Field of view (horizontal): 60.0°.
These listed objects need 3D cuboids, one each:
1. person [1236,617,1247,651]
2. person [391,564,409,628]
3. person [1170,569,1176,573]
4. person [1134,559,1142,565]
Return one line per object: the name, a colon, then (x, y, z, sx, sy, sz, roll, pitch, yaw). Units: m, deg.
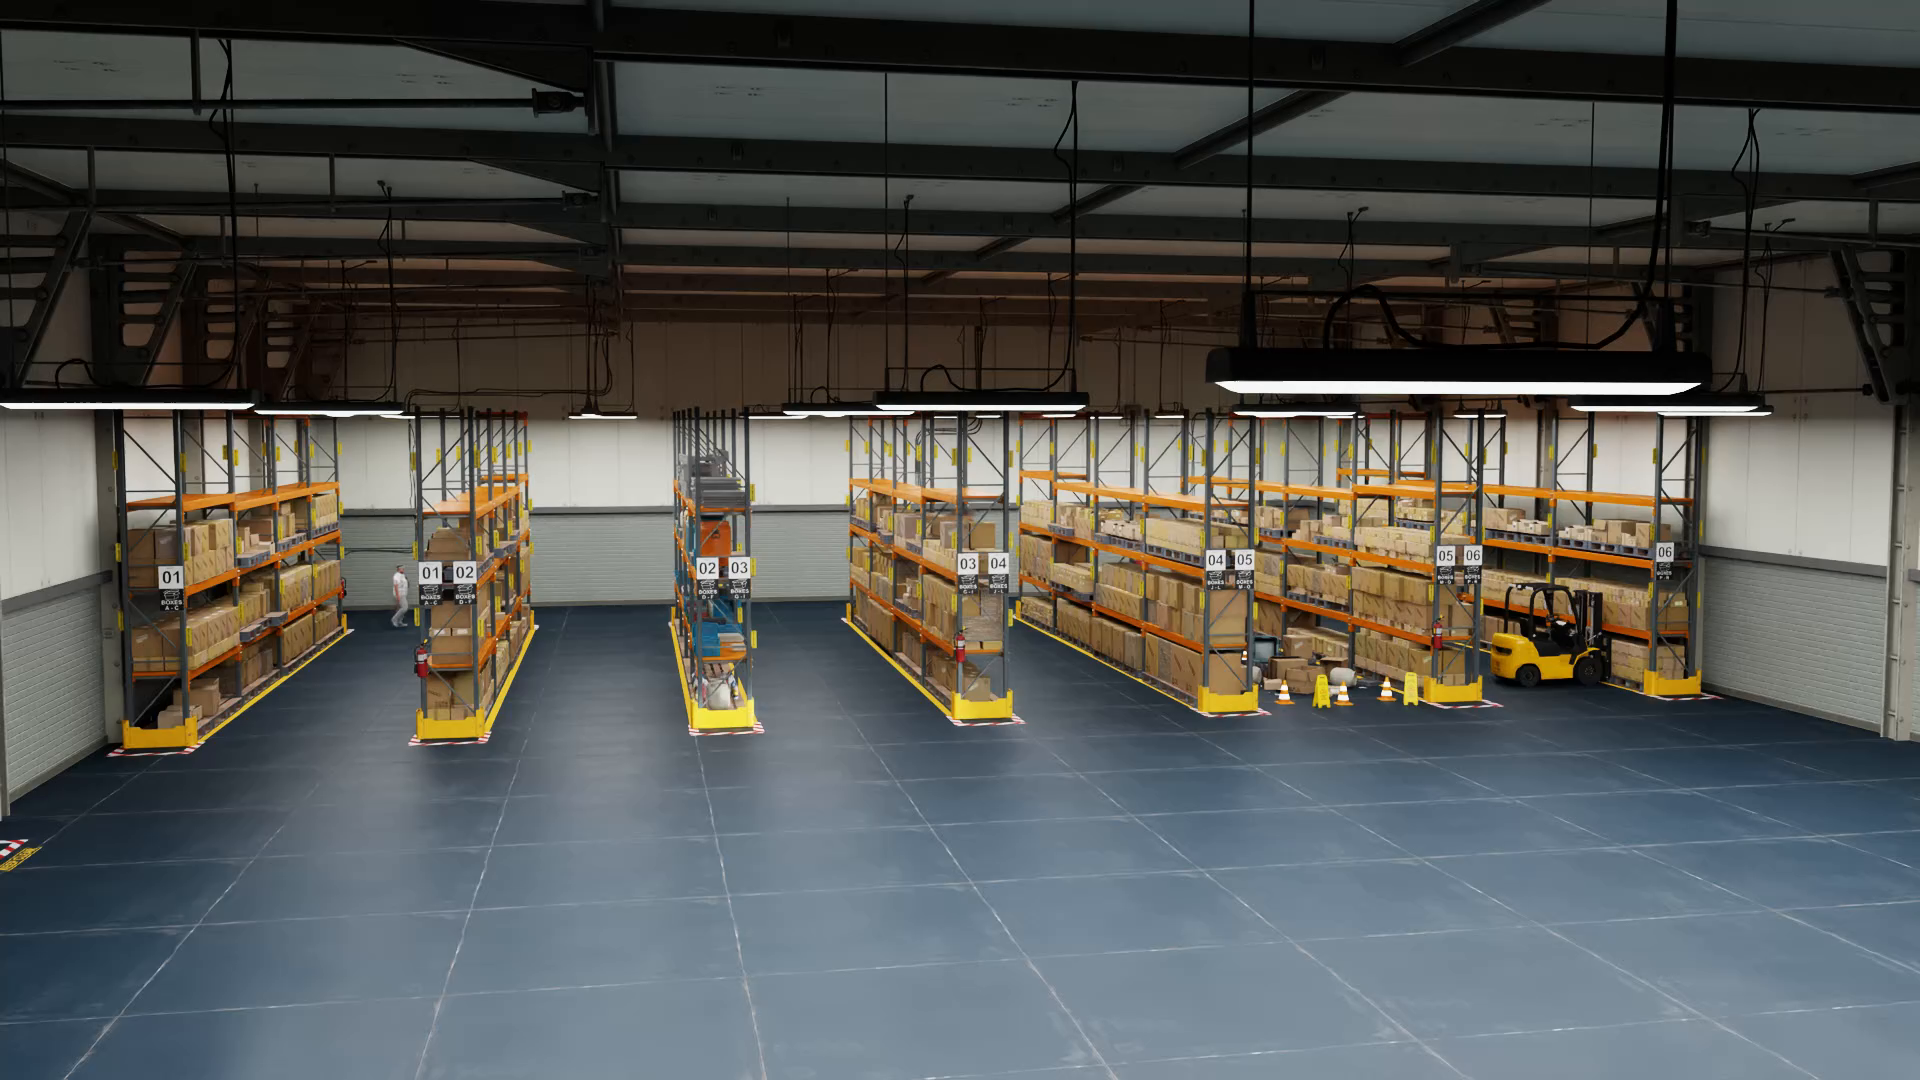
person: (7.080, 1.879, 41.544, 0.539, 1.779, 0.638, 4, 6, 44)
person: (-15.592, 1.541, 46.282, 0.491, 1.765, 0.568, -1, 4, -15)
person: (6.012, 1.561, 46.458, 0.452, 1.719, 0.571, 2, 5, 30)
person: (5.512, 1.205, 51.451, 0.825, 1.692, 0.533, -2, 5, -31)
